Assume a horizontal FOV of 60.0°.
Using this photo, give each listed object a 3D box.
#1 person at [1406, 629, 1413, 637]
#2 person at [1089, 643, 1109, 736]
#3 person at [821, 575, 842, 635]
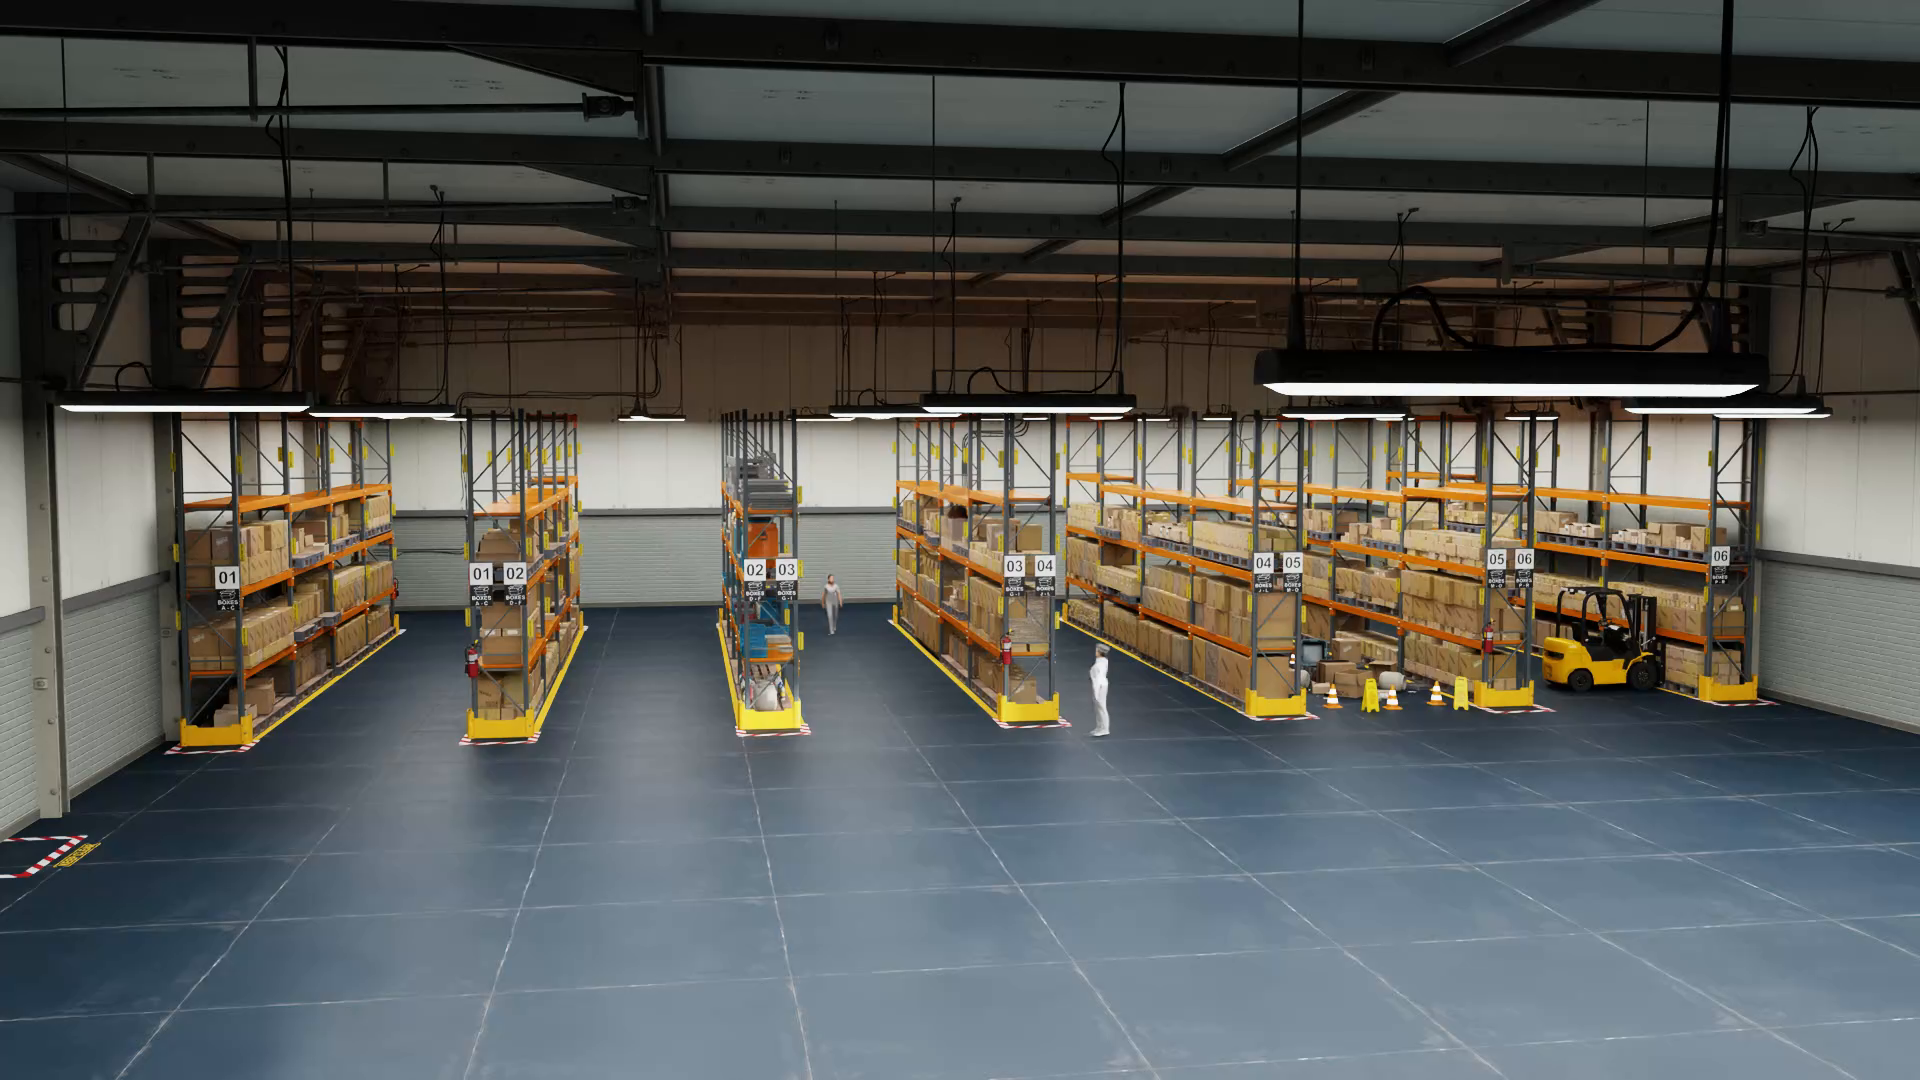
[{"bbox_3d":[11.425,1.974,42.047,0.402,1.674,0.539,2,4,21],"label":"person"},{"bbox_3d":[2.546,2.754,30.617,0.394,1.716,0.552,0,4,-4],"label":"person"},{"bbox_3d":[-3.501,1.750,45.396,0.536,1.620,1.064,-1,4,-13],"label":"person"}]
